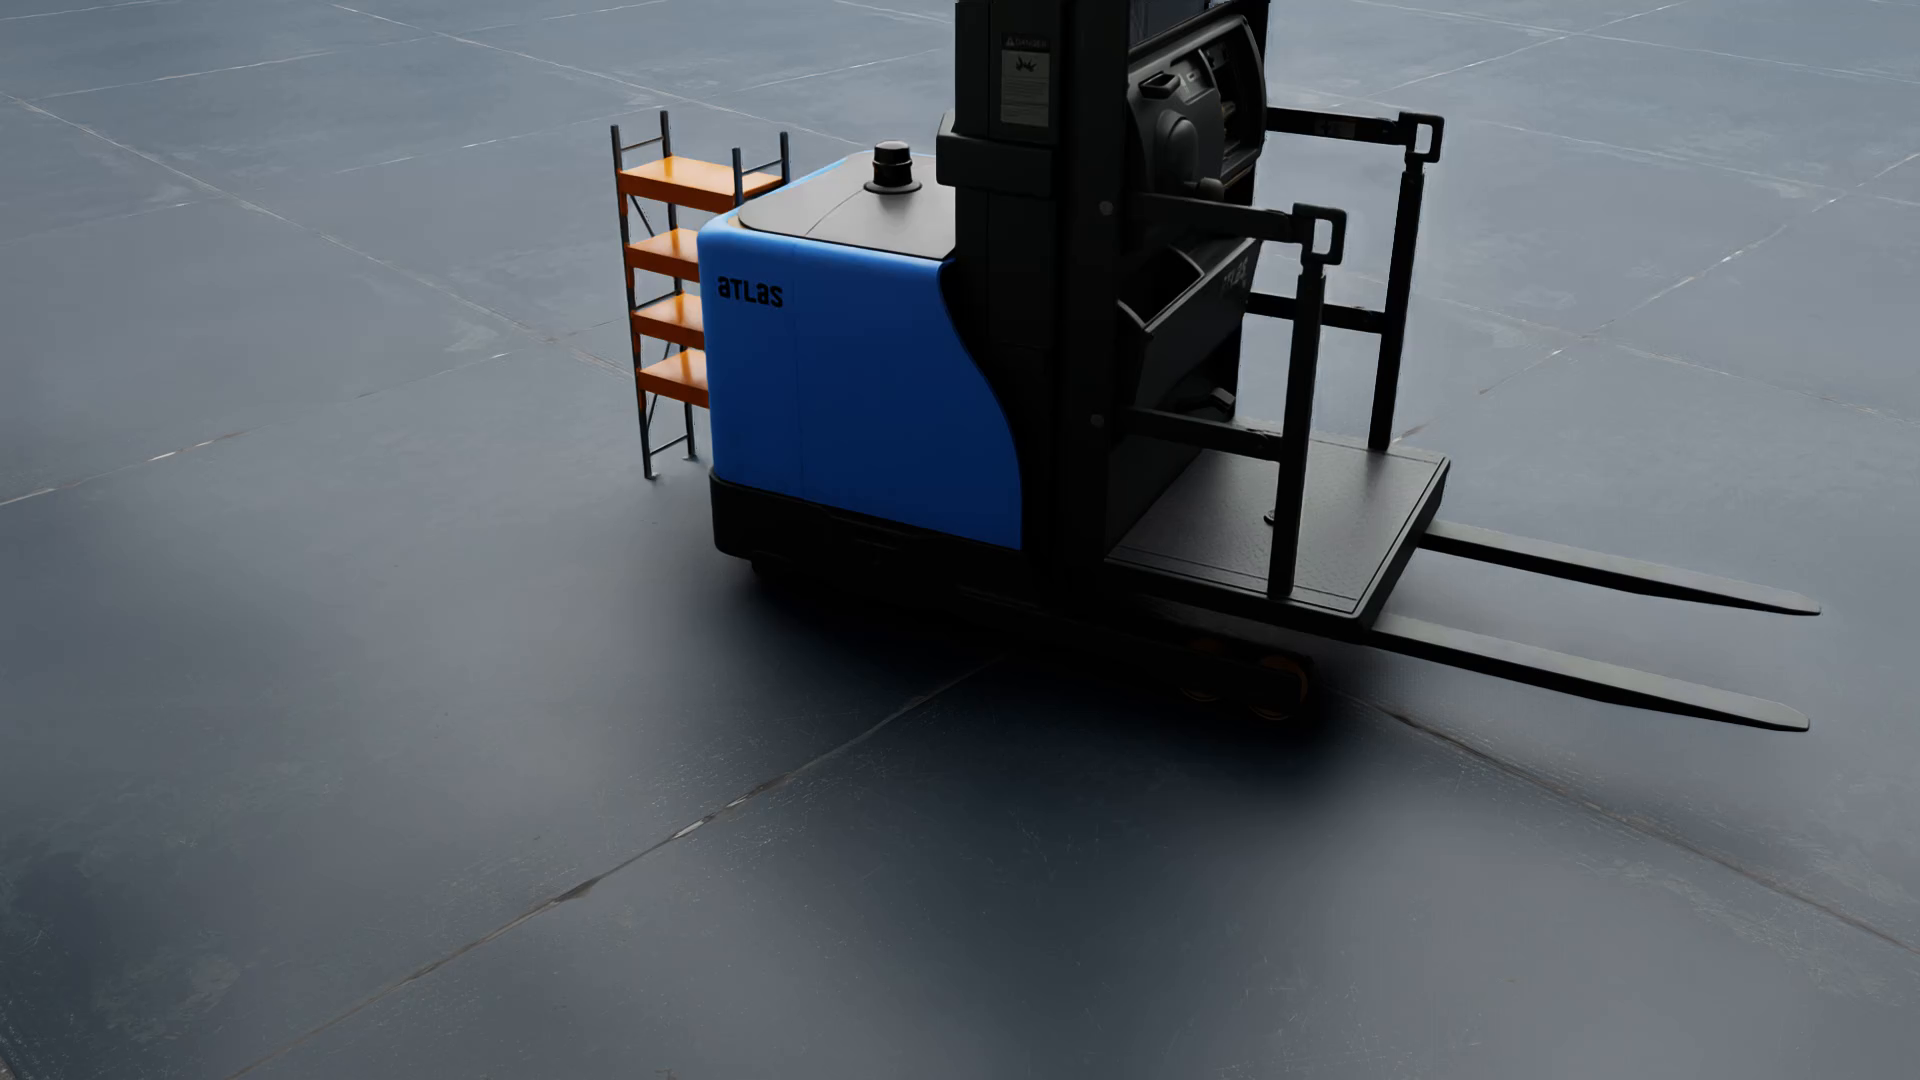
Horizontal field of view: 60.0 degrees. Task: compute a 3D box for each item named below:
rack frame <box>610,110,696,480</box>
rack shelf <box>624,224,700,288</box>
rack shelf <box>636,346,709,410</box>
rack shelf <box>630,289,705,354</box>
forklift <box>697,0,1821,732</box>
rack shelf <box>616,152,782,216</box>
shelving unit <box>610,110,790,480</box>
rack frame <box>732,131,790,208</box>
[{"bbox_3d":[-0.997,-0.782,5.448,0.015,1.200,0.240,17,32,30],"label":"rack frame"},{"bbox_3d":[-0.794,-0.857,5.255,0.480,0.148,0.258,17,32,30],"label":"rack shelf"},{"bbox_3d":[-0.794,-0.483,5.451,0.480,0.148,0.258,17,32,30],"label":"rack shelf"},{"bbox_3d":[-0.794,-0.659,5.359,0.480,0.148,0.258,17,32,30],"label":"rack shelf"},{"bbox_3d":[0.800,-1.108,4.208,3.031,2.935,1.130,13,31,24],"label":"forklift"},{"bbox_3d":[-0.794,-1.066,5.145,0.480,0.148,0.258,17,32,30],"label":"rack shelf"},{"bbox_3d":[-0.794,-0.719,5.328,0.503,1.200,0.258,17,32,30],"label":"shelving unit"},{"bbox_3d":[-0.592,-0.655,5.207,0.015,1.200,0.240,17,32,30],"label":"rack frame"}]
